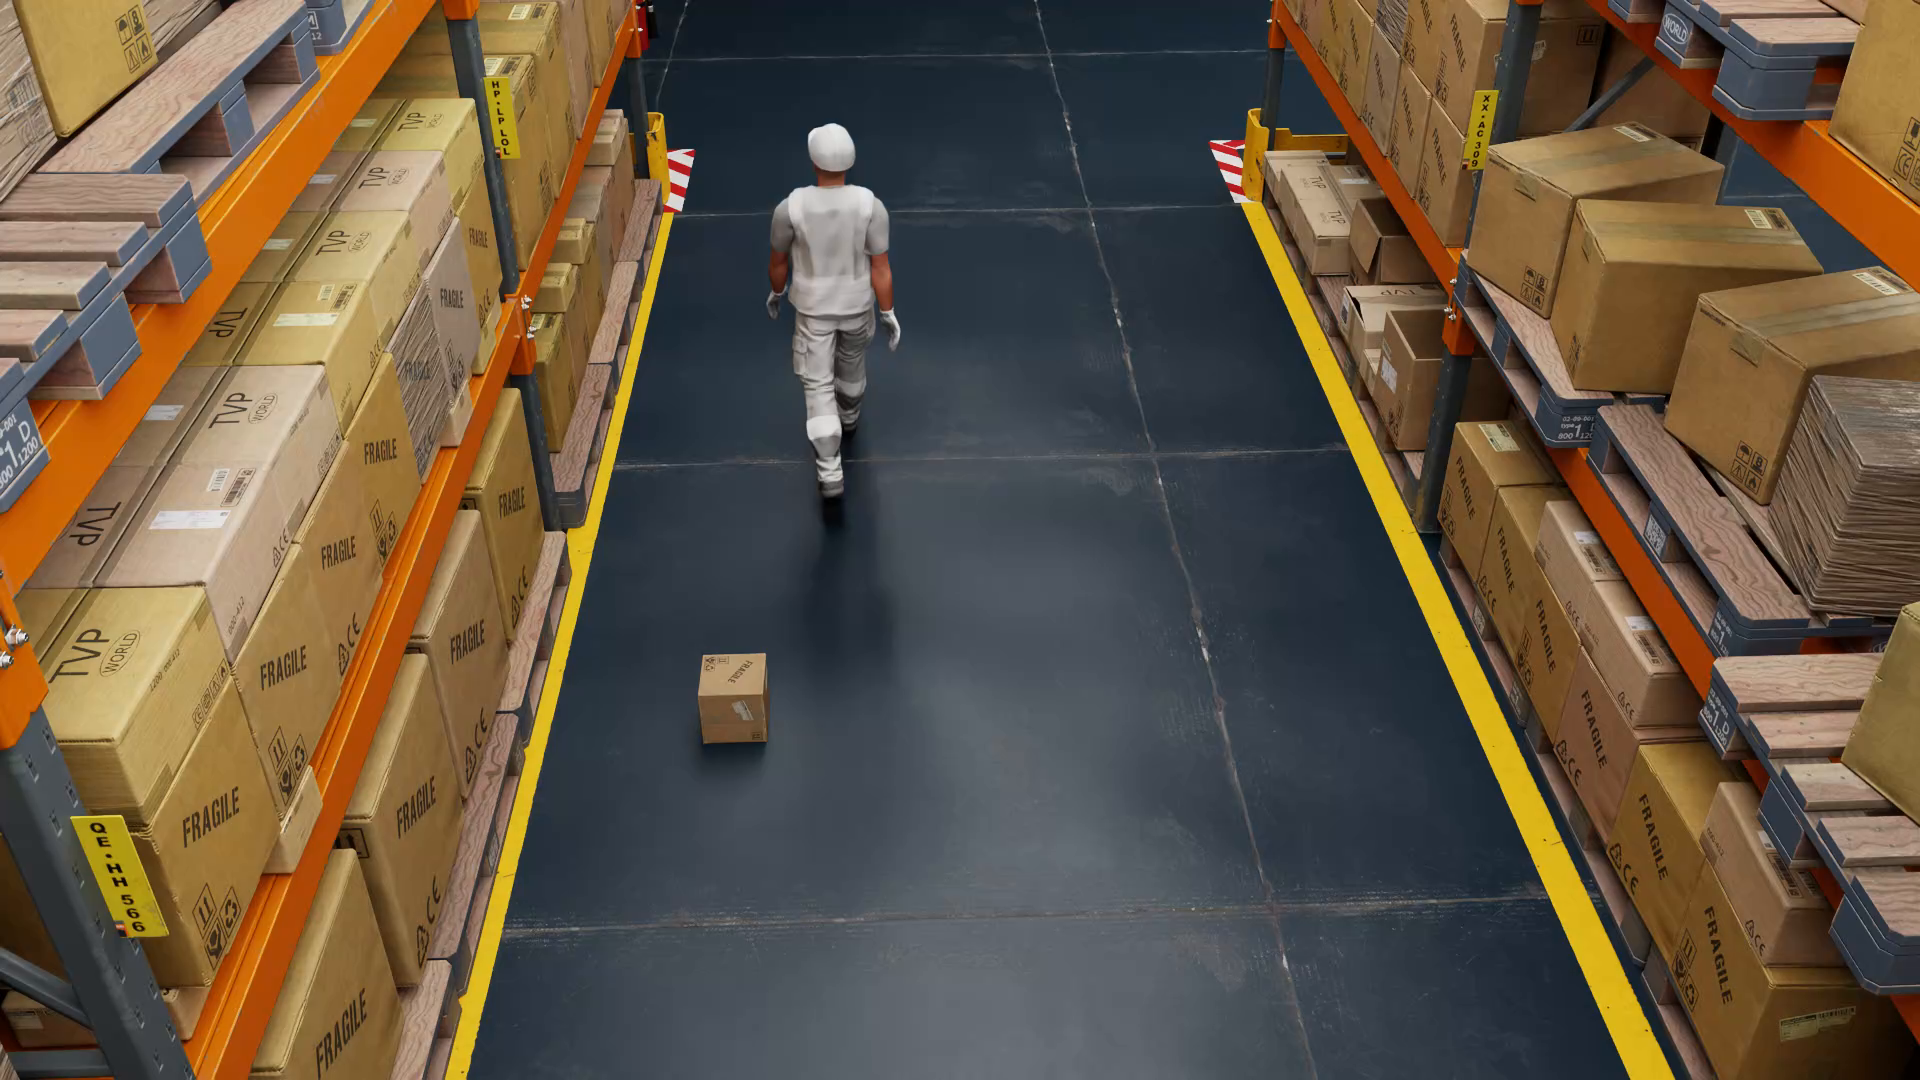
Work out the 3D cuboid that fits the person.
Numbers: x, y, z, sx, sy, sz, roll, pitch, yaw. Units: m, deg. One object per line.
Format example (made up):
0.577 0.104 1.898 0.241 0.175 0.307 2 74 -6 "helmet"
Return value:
-0.596 -1.108 7.724 0.585 1.742 1.078 -7 35 -9 "person"
